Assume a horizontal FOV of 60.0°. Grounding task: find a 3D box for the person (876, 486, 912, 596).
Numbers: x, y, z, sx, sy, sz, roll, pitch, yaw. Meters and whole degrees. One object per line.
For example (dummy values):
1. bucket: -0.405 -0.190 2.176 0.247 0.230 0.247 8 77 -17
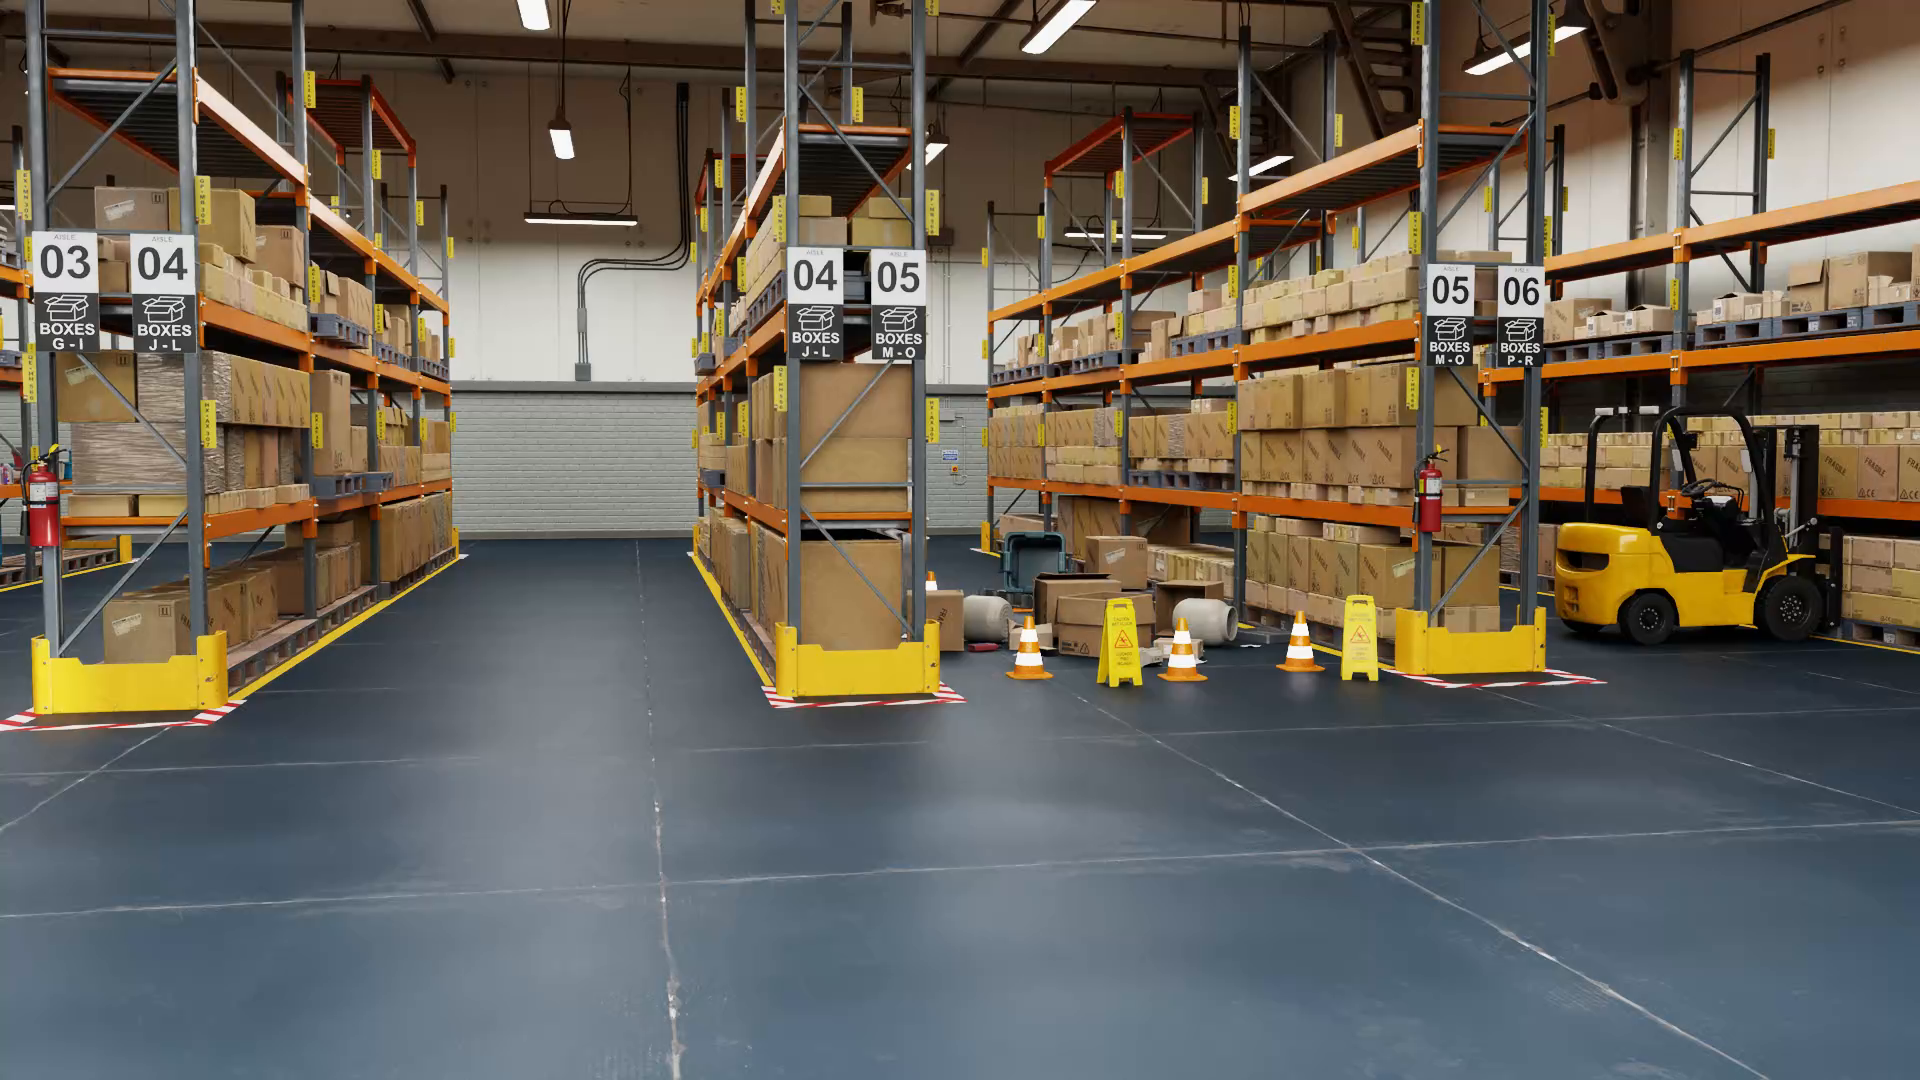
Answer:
1. person: -0.763 -0.133 19.576 0.488 1.624 0.938 -1 3 -10
